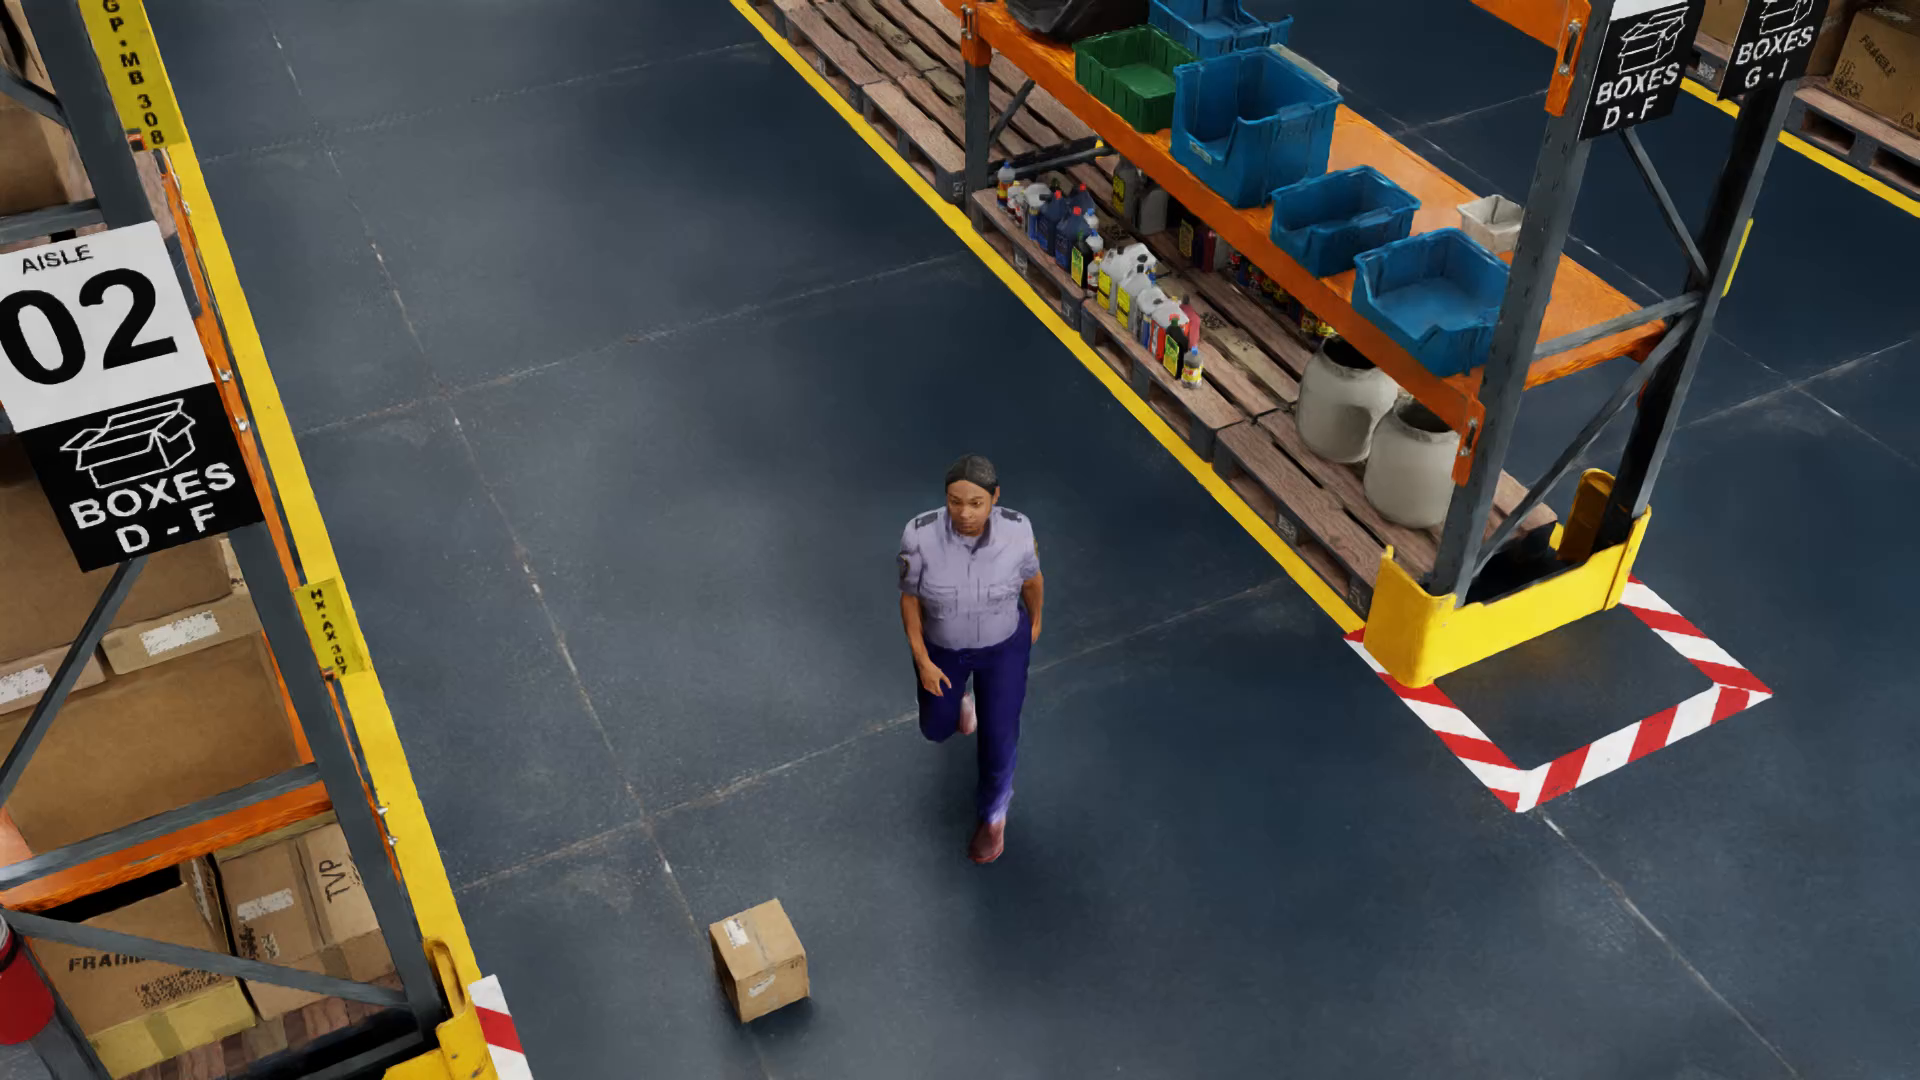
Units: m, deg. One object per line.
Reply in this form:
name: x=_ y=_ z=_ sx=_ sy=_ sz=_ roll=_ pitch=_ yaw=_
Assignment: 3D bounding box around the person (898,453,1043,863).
person: x=0.041 y=0.330 z=5.799 sx=0.504 sy=1.613 sz=0.800 roll=-2 pitch=42 yaw=-2
